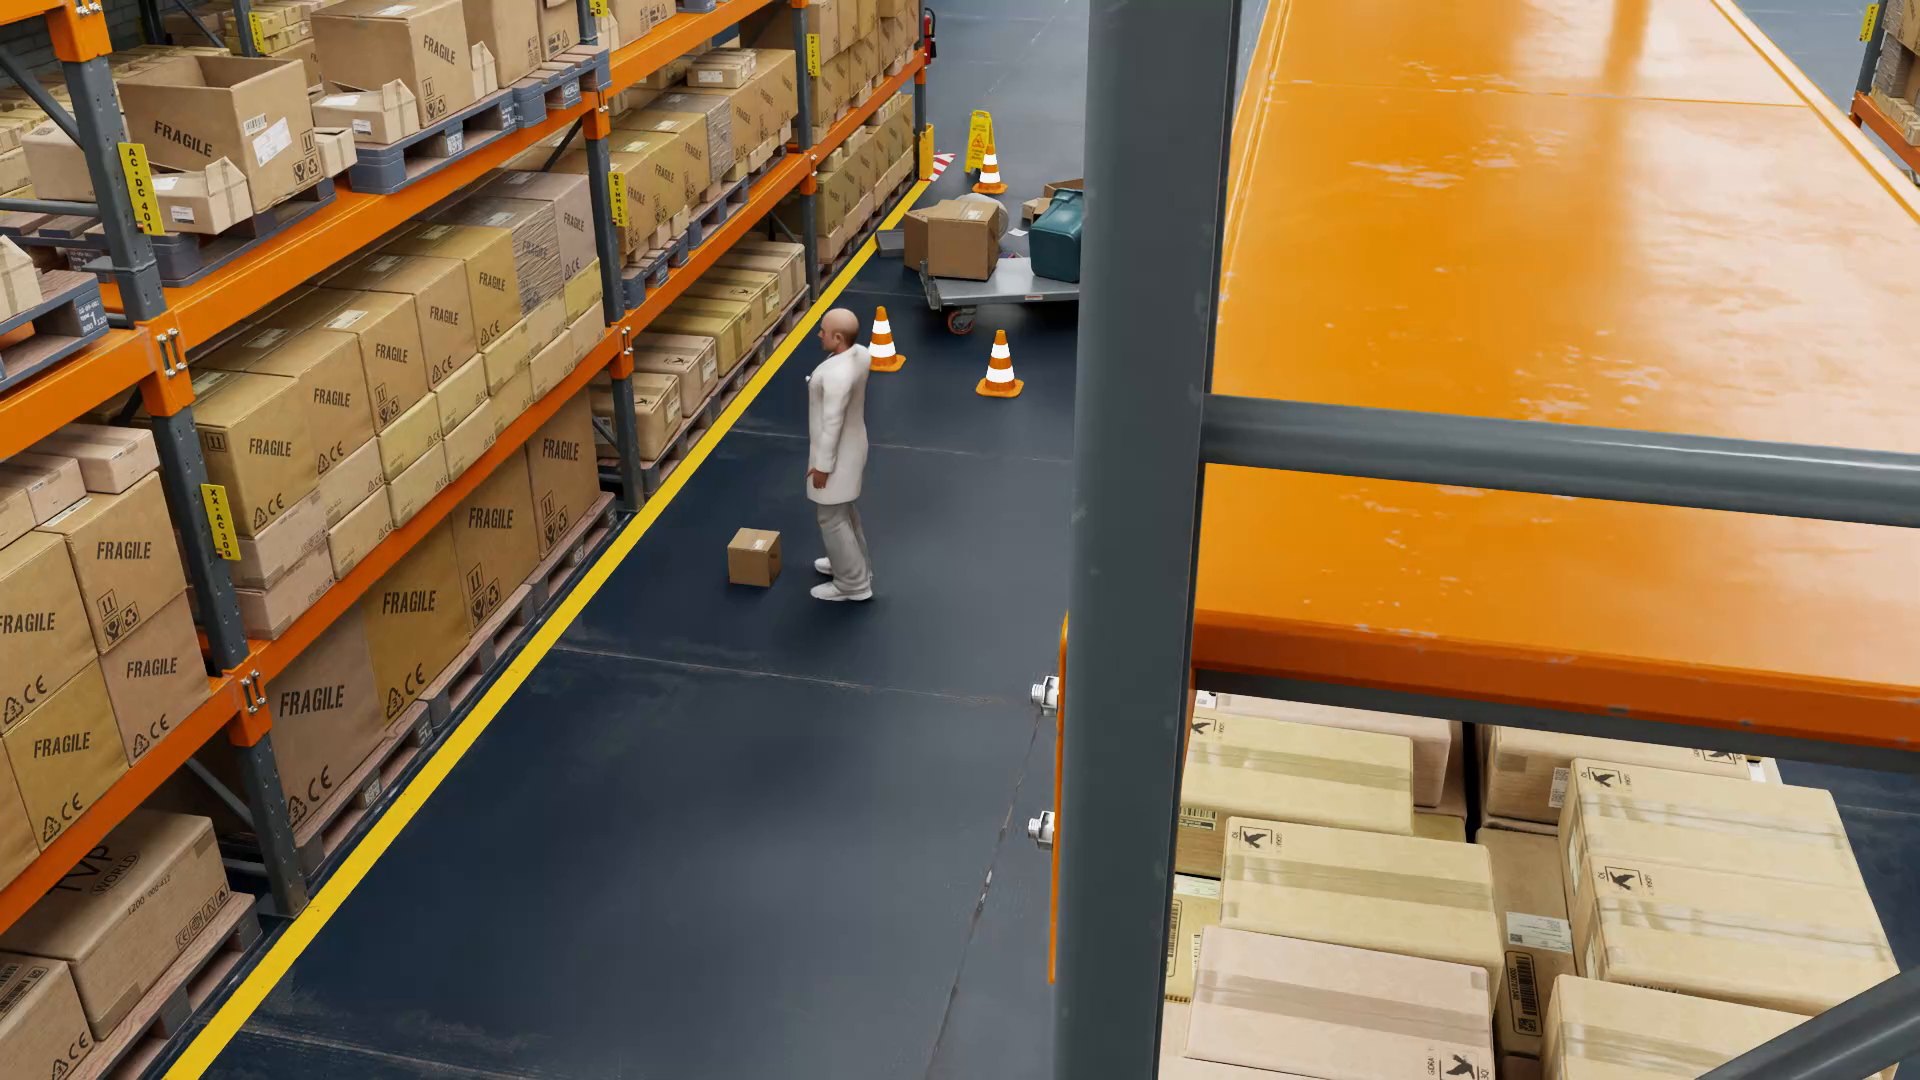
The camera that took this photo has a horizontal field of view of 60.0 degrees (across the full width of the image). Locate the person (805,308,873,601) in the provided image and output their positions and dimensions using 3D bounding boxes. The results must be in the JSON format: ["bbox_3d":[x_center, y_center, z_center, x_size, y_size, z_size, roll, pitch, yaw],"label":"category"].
[{"bbox_3d":[-0.713,-0.488,9.566,0.440,1.786,0.566,6,29,12],"label":"person"}]
